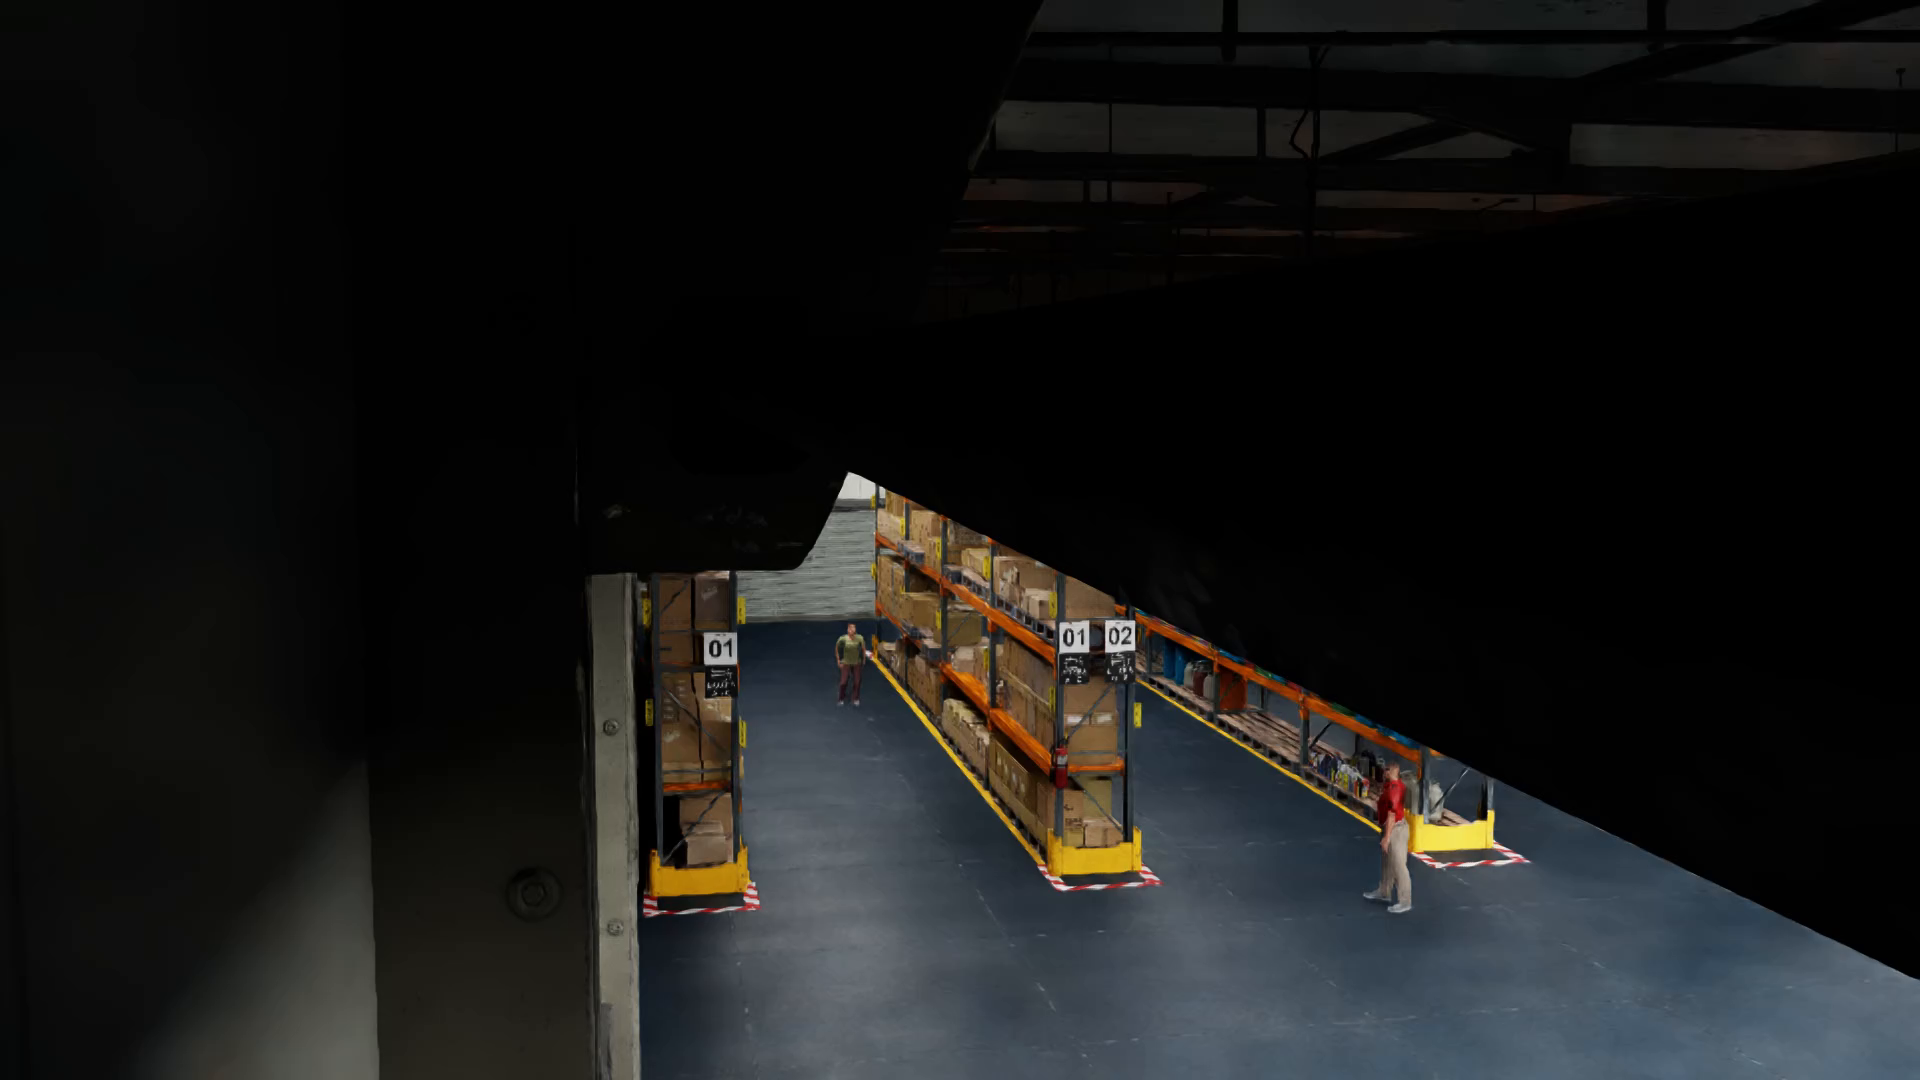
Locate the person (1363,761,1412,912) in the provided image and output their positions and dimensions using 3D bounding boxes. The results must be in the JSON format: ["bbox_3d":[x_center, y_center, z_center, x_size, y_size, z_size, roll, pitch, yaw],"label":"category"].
[{"bbox_3d":[5.052,3.450,19.588,0.579,1.723,0.653,2,6,18],"label":"person"}]

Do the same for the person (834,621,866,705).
[{"bbox_3d":[-2.065,2.317,31.352,0.598,1.617,0.503,-1,6,-12],"label":"person"}]
